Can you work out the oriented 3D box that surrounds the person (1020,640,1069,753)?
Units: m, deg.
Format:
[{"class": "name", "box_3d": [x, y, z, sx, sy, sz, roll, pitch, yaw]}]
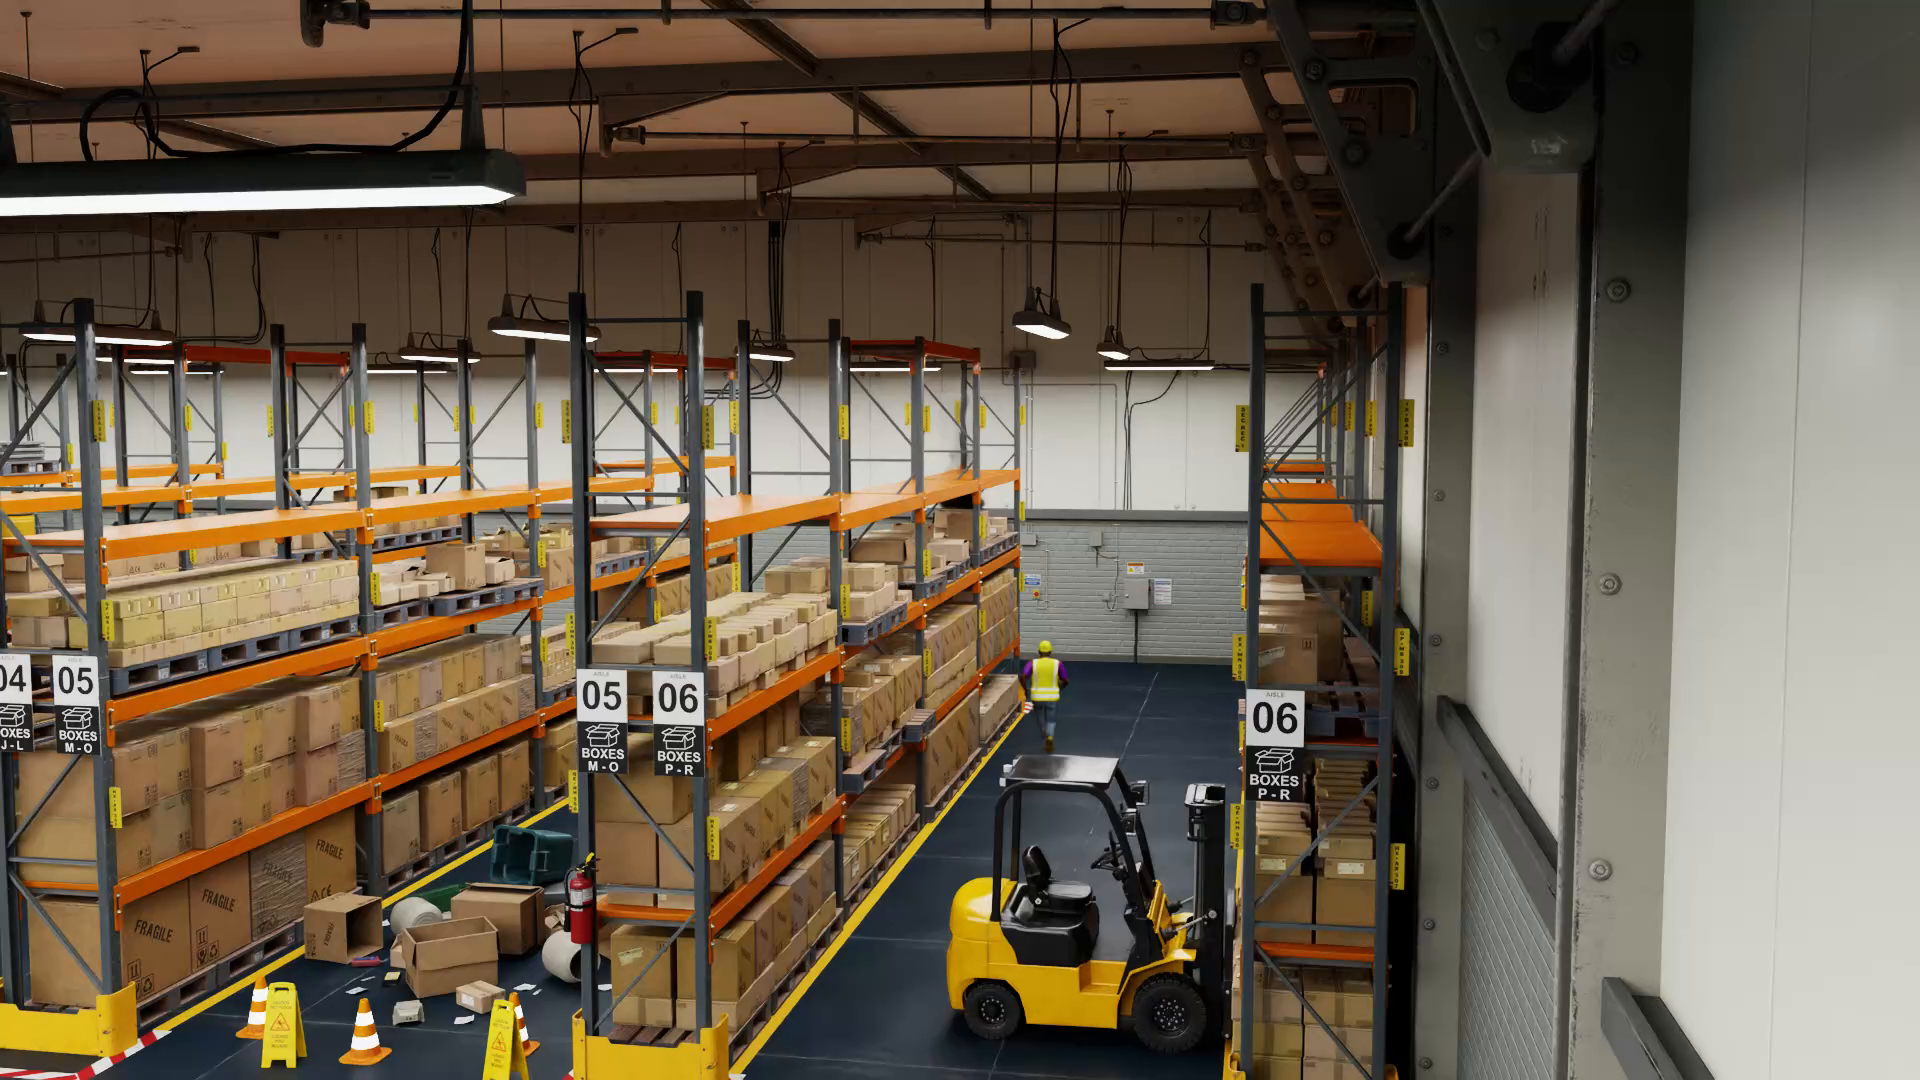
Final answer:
[{"class": "person", "box_3d": [1.238, 2.272, 24.385, 0.708, 1.604, 0.913, 0, 5, 3]}]
